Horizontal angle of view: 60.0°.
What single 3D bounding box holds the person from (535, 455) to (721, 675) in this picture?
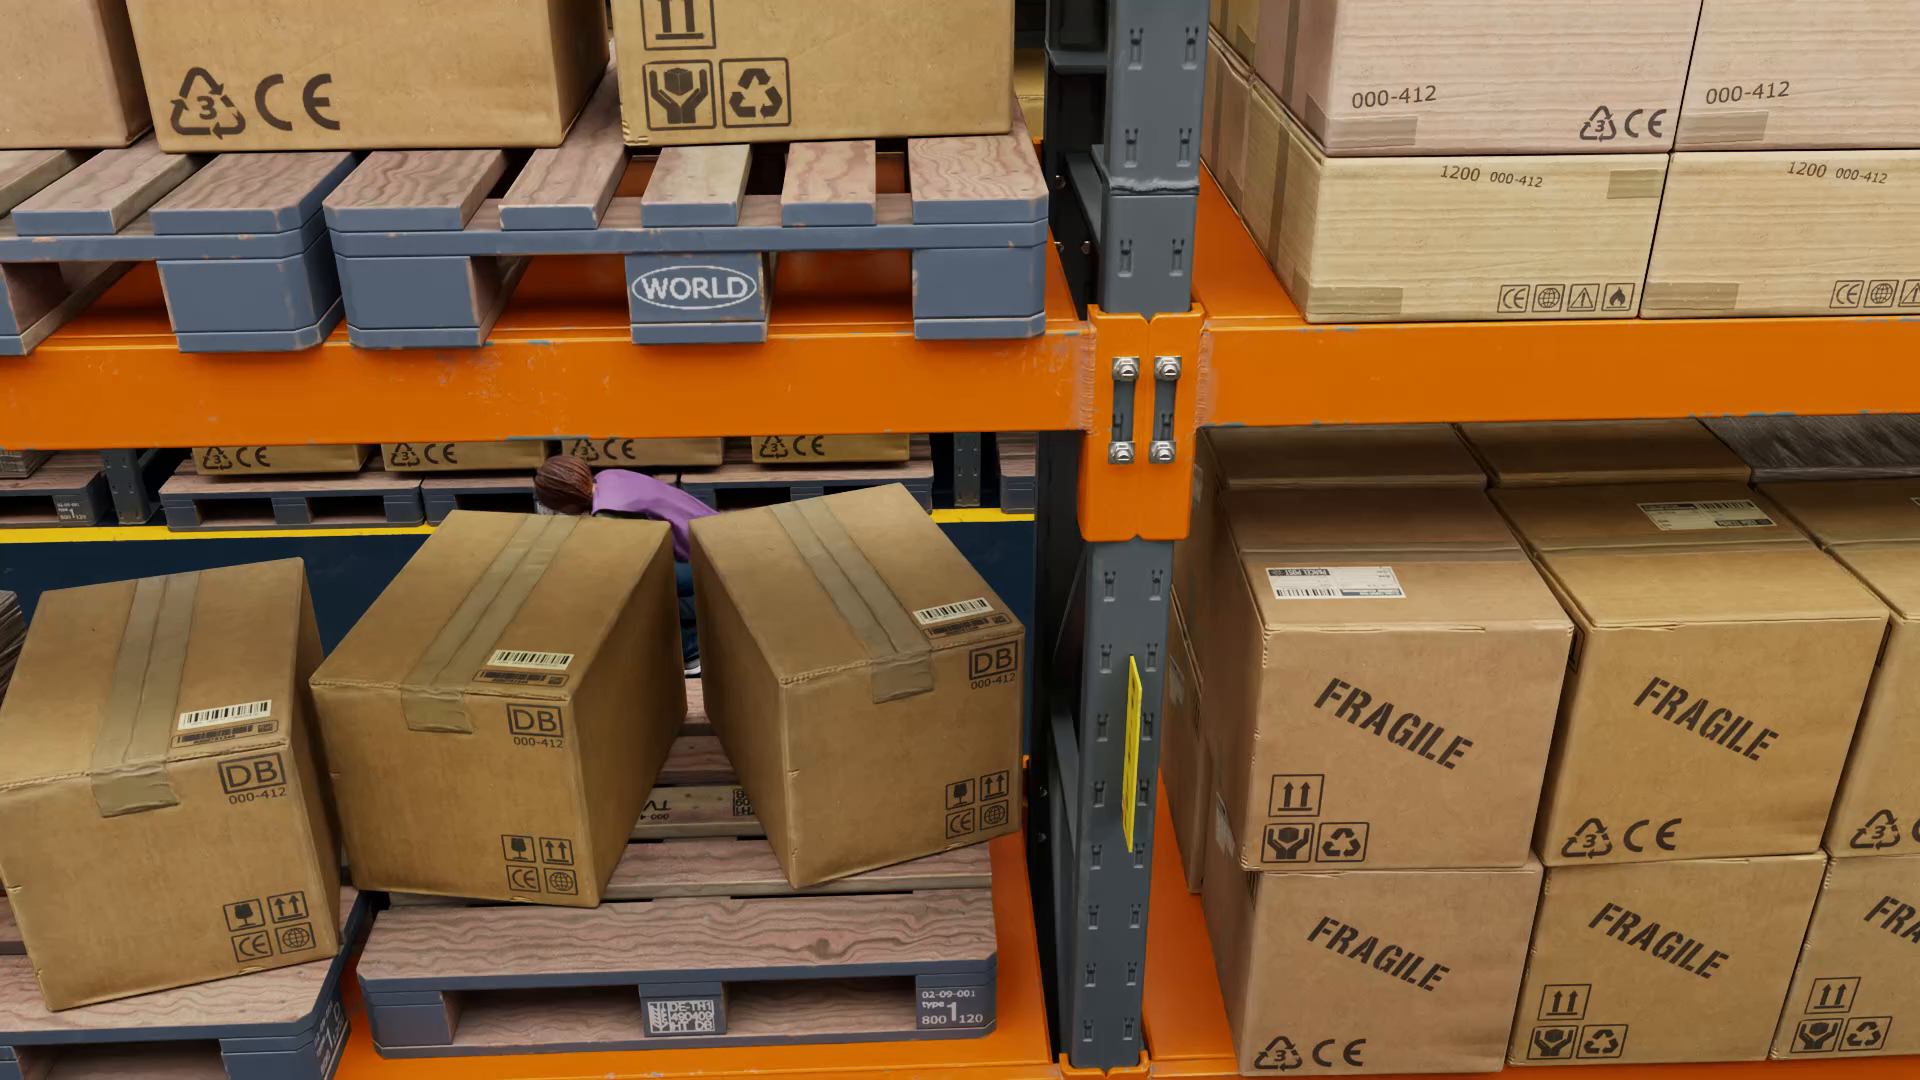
[{"bbox_3d":[-1.268,0.096,6.645,0.779,0.948,0.452,-1,28,-3],"label":"person"}]
